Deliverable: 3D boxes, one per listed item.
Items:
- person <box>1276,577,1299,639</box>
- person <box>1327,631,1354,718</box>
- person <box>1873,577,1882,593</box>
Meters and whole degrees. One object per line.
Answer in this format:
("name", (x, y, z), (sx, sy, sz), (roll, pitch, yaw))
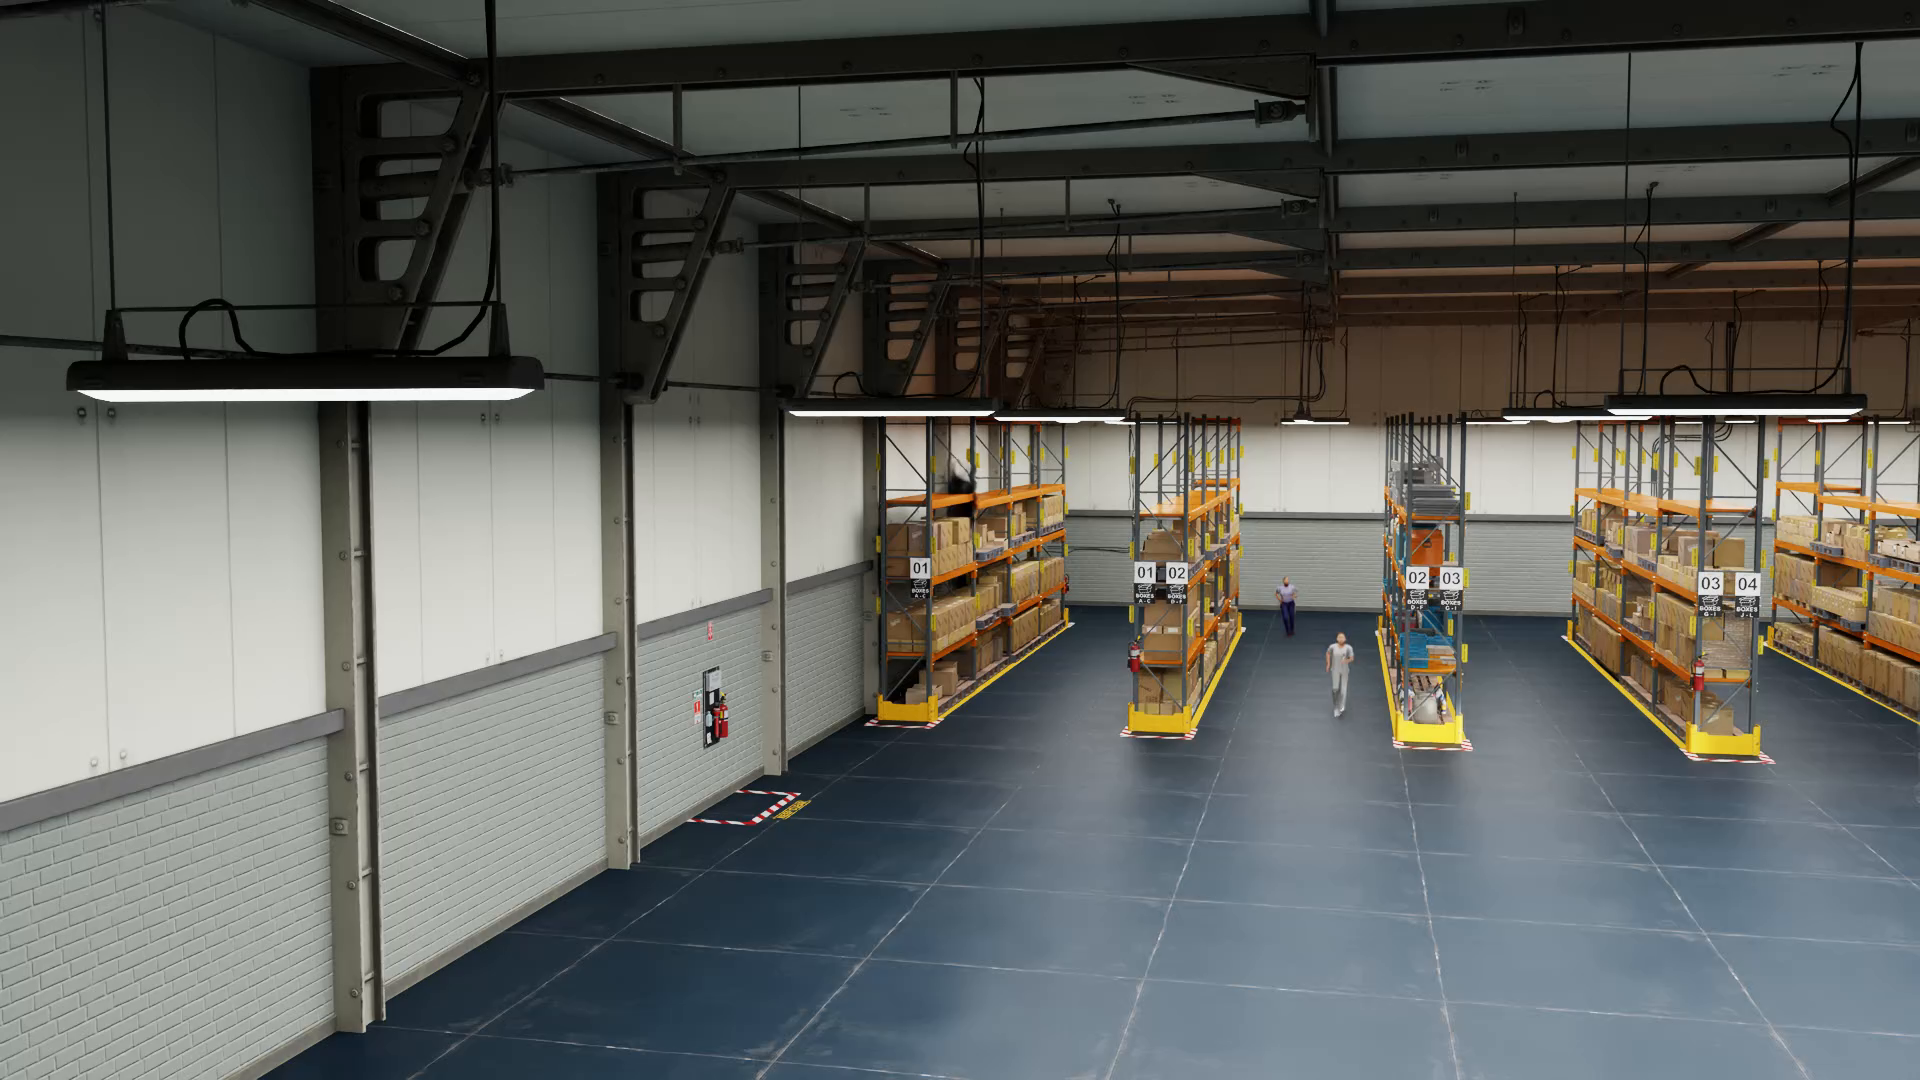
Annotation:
("person", (8.943, 1.850, 45.437), (0.610, 1.674, 0.790), (0, 4, 5))
("person", (7.543, 2.659, 32.993), (0.527, 1.711, 0.815), (1, 4, 11))
("person", (24.870, 1.855, 45.113), (0.880, 1.649, 0.580), (-1, 4, -8))
